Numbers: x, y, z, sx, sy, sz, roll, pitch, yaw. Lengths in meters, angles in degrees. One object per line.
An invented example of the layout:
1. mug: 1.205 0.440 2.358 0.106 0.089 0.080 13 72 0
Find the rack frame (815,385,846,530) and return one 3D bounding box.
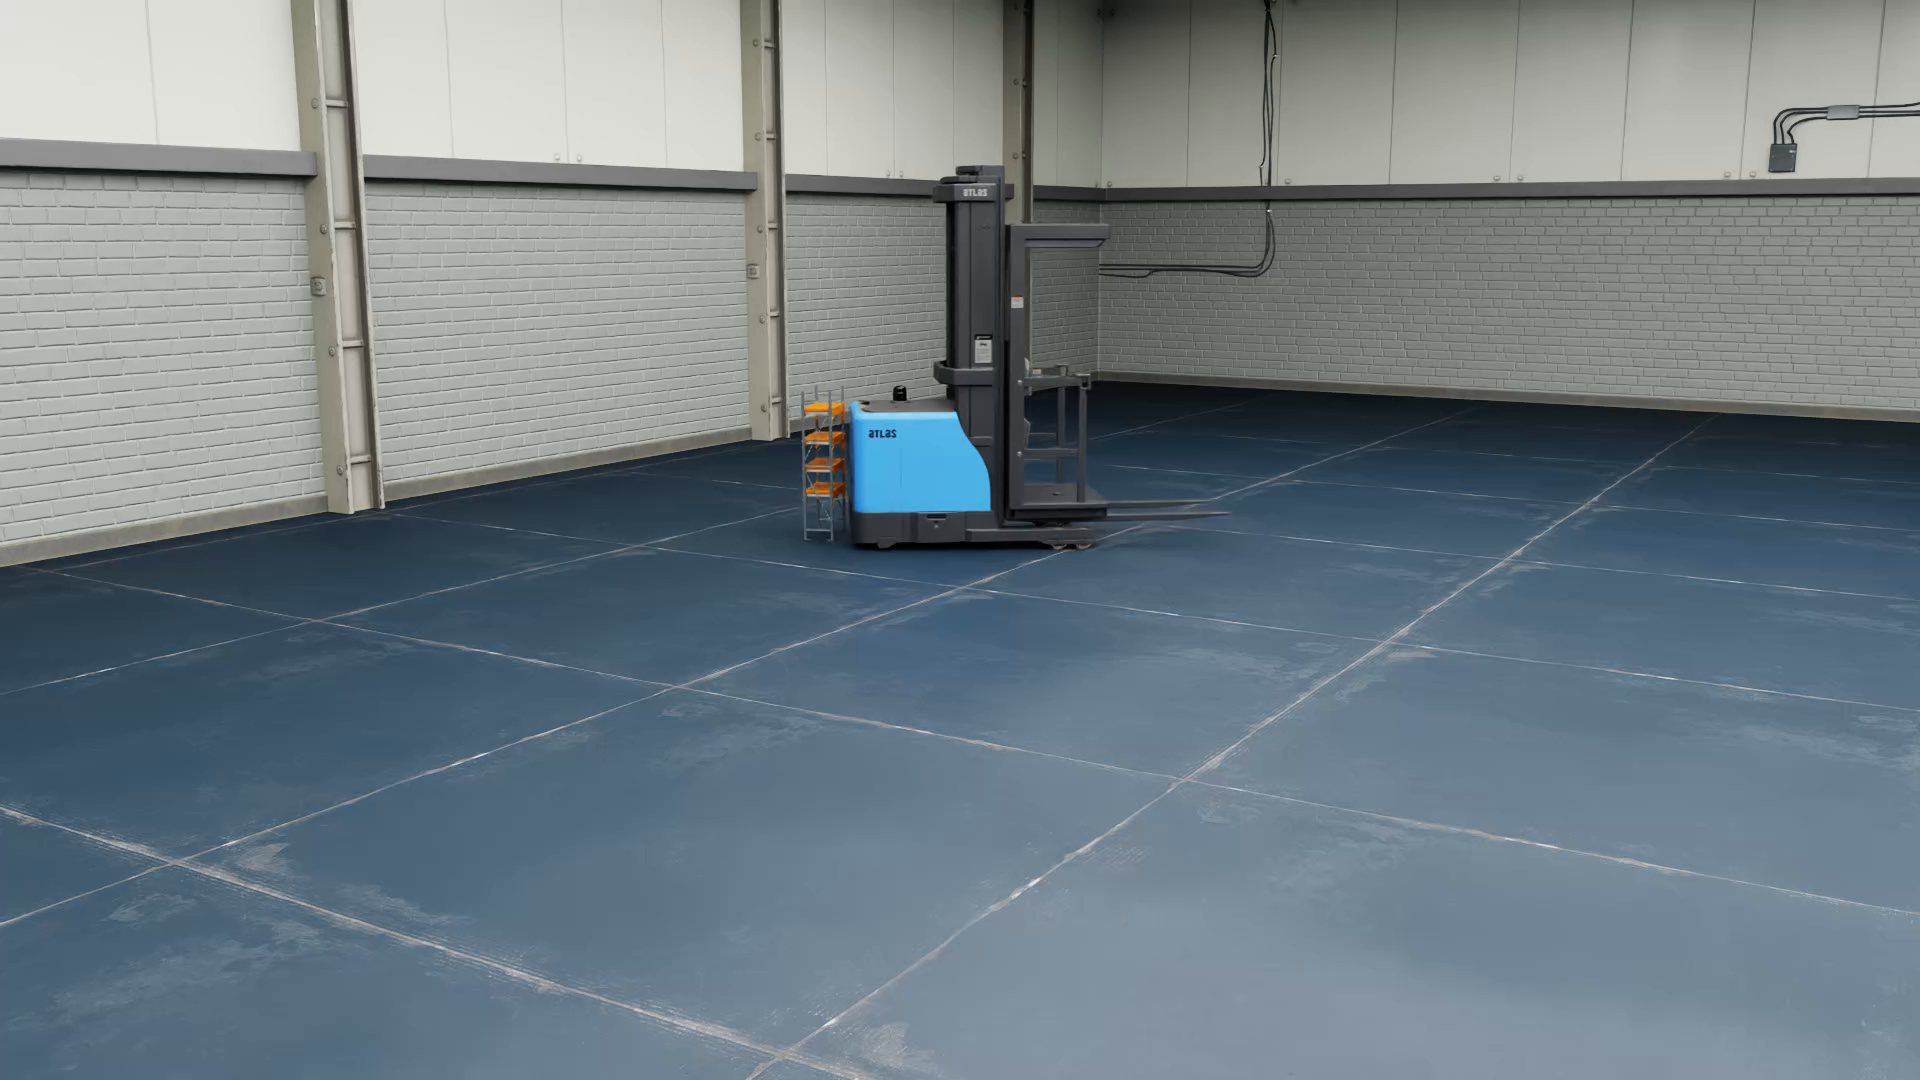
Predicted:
1. rack frame: -1.071 -0.677 13.726 0.240 1.200 0.015 1 11 8

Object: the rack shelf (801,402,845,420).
1. rack shelf: -1.103 -1.019 13.416 0.258 0.148 0.480 1 11 8

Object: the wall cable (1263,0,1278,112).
1. wall cable: 5.817 -7.618 24.318 3.097 2.526 0.112 6 12 31

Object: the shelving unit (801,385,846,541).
1. shelving unit: -1.103 -0.633 13.488 0.258 1.200 0.503 1 11 8

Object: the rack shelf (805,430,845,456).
1. rack shelf: -1.103 -0.787 13.459 0.258 0.148 0.480 1 11 8

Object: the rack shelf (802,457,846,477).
1. rack shelf: -1.103 -0.567 13.500 0.258 0.148 0.480 1 11 8

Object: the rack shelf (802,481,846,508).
1. rack shelf: -1.103 -0.371 13.537 0.258 0.148 0.480 1 11 8

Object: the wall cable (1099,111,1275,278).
1. wall cable: 3.505 -5.394 26.164 3.097 2.526 0.112 6 12 31

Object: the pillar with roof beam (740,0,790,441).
1. pillar with roof beam: 1.410 -5.228 16.840 9.100 9.000 0.400 6 12 31

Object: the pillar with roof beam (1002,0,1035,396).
1. pillar with roof beam: 4.525 -6.172 21.881 9.100 9.000 0.400 6 12 31

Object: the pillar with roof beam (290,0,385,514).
1. pillar with roof beam: -1.705 -4.285 11.800 9.100 9.000 0.400 6 12 31

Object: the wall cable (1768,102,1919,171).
1. wall cable: 11.611 -7.682 20.707 2.305 6.003 0.169 6 12 31

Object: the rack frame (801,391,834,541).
1. rack frame: -1.135 -0.588 13.250 0.240 1.200 0.015 1 11 8

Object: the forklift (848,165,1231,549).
1. forklift: 0.632 -1.467 13.241 3.031 2.935 1.130 -1 11 -6
